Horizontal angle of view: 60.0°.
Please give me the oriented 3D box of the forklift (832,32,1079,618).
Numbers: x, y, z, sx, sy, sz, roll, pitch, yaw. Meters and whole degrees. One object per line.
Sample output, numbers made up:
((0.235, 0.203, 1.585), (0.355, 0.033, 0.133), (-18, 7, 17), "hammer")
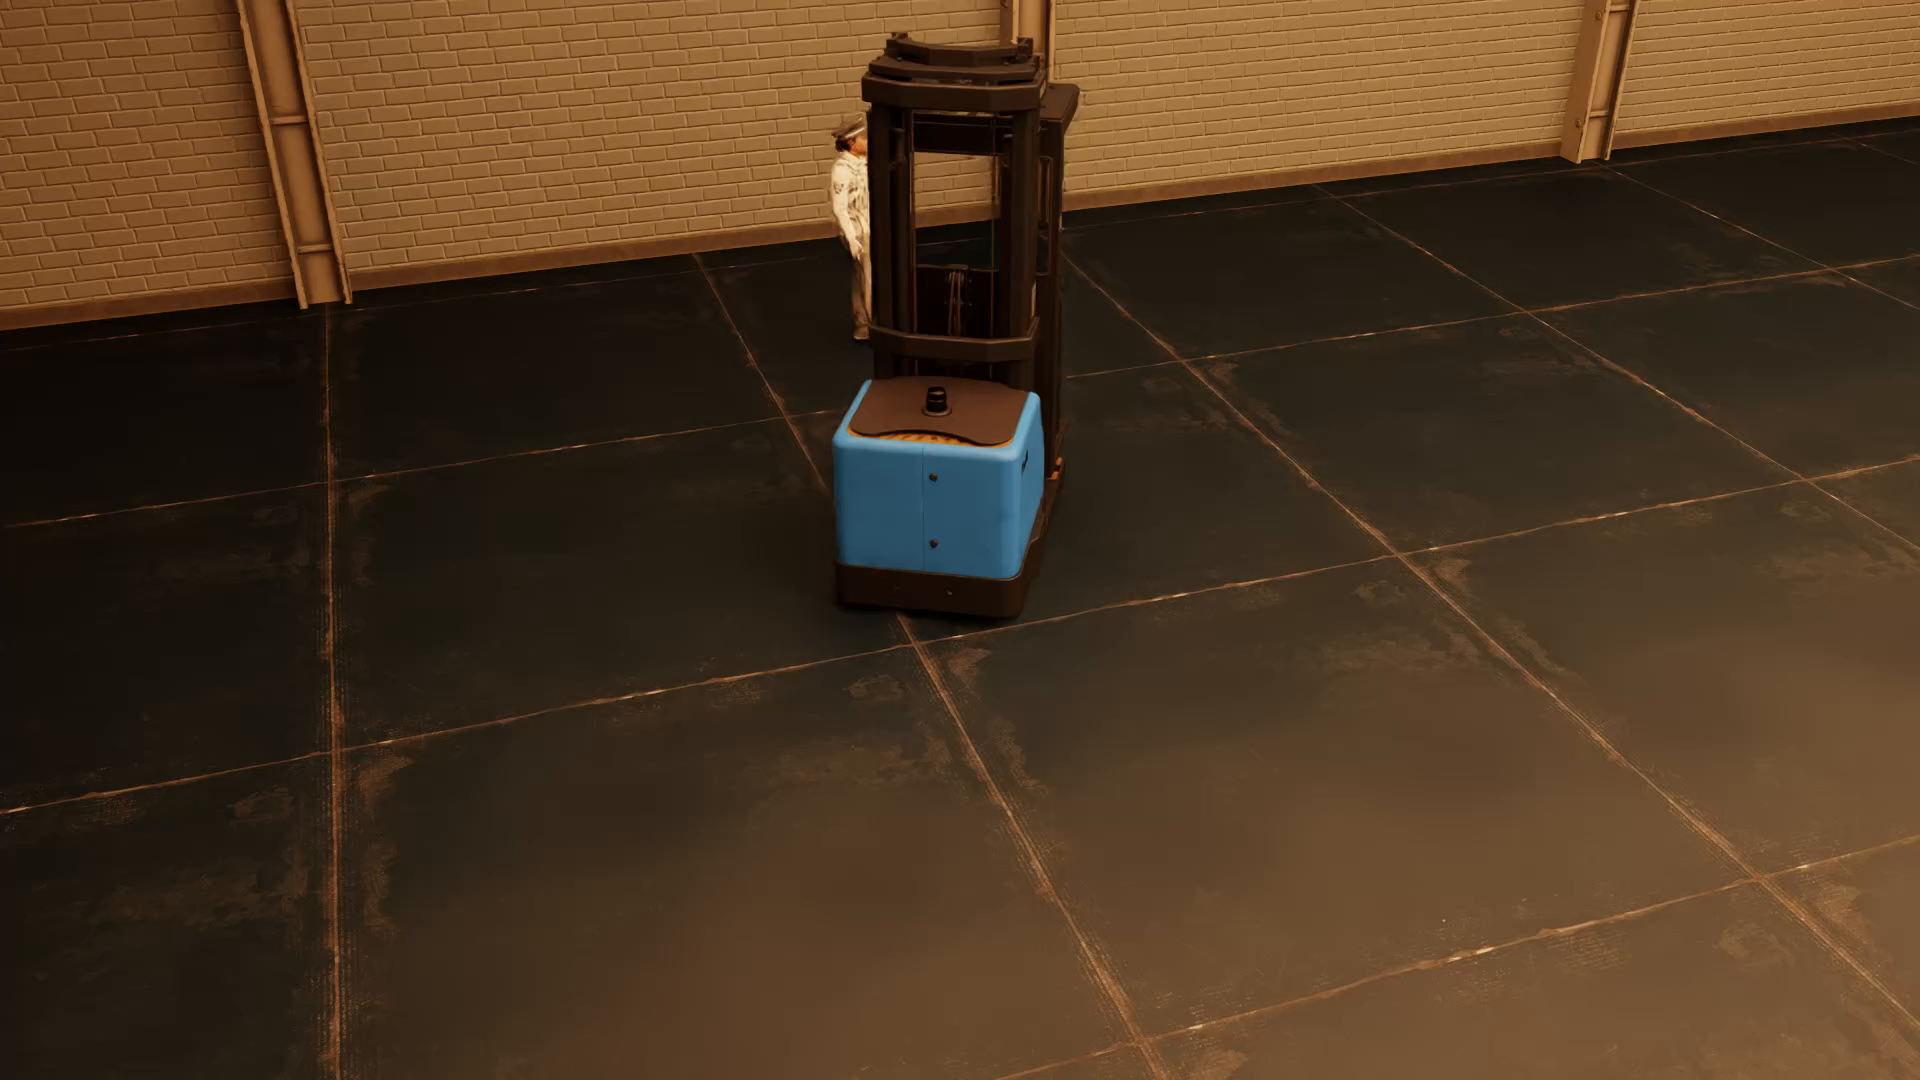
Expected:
((0.074, -1.562, 9.802), (1.130, 2.935, 3.031), (5, 30, 9), "forklift")

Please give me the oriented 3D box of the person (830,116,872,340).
((-0.636, -2.251, 12.230), (0.612, 1.695, 0.576), (9, 31, 15), "person")
